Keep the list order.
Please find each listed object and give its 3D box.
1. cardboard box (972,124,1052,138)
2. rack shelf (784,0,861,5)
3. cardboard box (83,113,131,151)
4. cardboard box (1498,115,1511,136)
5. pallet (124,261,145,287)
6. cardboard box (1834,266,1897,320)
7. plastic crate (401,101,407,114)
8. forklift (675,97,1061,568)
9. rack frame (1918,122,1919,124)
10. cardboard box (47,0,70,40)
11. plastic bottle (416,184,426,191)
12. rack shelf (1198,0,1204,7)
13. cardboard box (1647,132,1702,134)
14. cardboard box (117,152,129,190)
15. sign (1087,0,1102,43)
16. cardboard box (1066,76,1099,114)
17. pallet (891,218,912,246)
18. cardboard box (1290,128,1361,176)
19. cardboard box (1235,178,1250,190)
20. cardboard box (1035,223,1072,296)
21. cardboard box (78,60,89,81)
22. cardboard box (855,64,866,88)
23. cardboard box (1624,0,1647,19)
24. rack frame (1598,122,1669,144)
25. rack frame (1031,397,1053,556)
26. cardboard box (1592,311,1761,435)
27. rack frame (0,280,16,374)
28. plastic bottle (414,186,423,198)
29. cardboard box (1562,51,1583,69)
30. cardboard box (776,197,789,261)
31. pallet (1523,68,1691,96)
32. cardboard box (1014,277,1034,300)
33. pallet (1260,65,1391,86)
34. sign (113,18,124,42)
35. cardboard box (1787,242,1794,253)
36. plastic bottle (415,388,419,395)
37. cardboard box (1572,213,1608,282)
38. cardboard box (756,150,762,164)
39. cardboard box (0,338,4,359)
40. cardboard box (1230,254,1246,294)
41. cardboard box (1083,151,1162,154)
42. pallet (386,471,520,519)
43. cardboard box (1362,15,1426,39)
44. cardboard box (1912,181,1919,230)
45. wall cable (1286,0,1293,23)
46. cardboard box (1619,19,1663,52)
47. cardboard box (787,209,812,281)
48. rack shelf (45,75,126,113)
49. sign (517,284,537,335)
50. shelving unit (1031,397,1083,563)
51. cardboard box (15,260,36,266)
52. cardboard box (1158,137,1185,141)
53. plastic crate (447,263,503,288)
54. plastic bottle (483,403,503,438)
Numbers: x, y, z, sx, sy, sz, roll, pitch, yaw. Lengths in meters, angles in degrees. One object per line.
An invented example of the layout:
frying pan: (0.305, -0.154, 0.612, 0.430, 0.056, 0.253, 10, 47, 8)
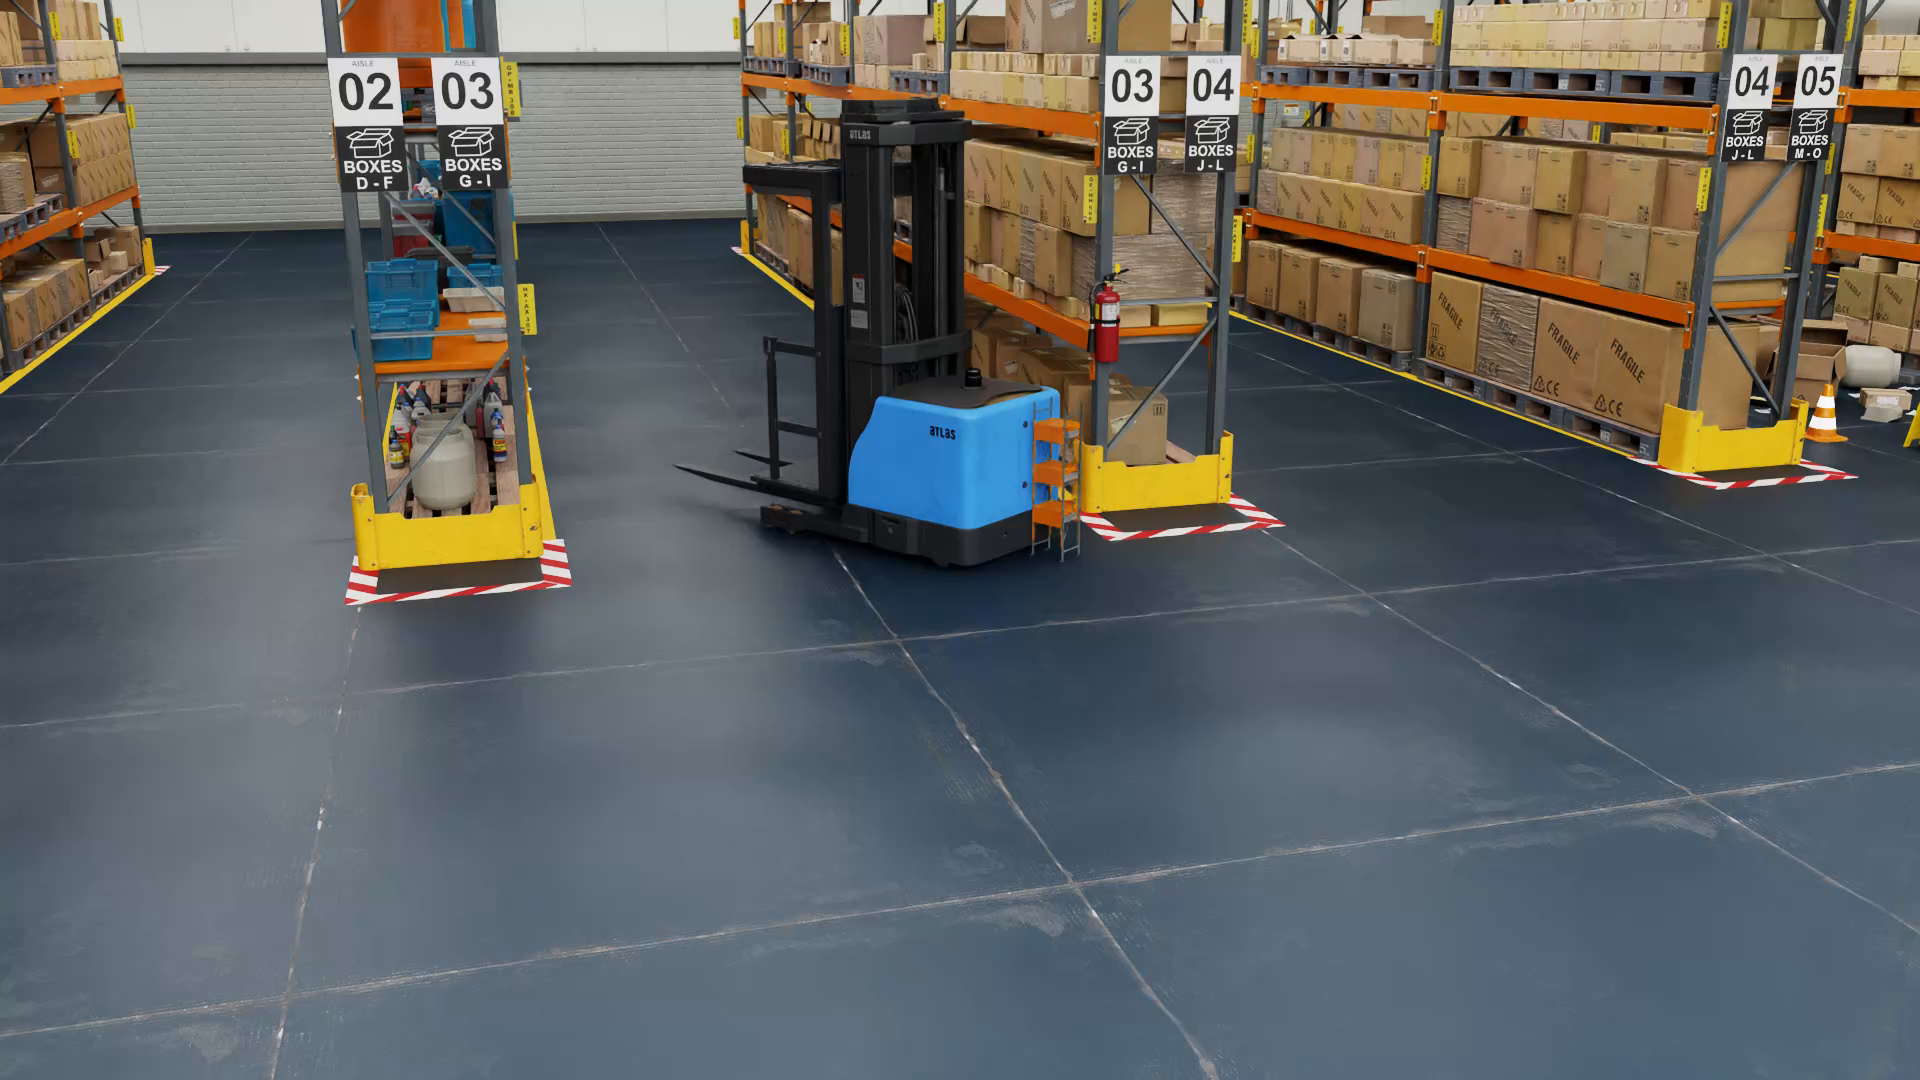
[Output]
cardboard box: (0.264, -3.526, 16.204, 1.000, 1.000, 1.000, -5, 17, -15)
rack shelf: (-1.301, -6.804, 20.405, 1.077, 0.370, 4.000, -5, 17, -15)
cardboard box: (-12.089, -5.769, 23.533, 0.500, 0.500, 0.500, -5, 17, -16)
cardboard box: (7.972, -5.766, 23.520, 0.500, 0.500, 0.500, -5, 17, -16)
pallet: (-12.235, -3.767, 23.626, 1.003, 0.211, 1.213, -5, 17, -15)
cardboard box: (9.779, -2.649, 17.803, 0.500, 0.500, 0.500, -4, 17, -13)
plastic crate: (-4.129, -3.241, 11.843, 0.392, 0.384, 0.575, -5, 17, -15)
forklift: (-0.774, -1.550, 11.517, 3.031, 2.935, 1.130, 13, 21, 38)
rack frame: (13.549, -5.090, 23.184, 1.000, 3.000, 0.127, -5, 17, -15)
cardboard box: (-11.548, -6.482, 20.691, 0.700, 0.500, 0.500, -5, 17, -15)
plastic bottle: (-6.751, -4.309, 20.800, 0.152, 0.276, 0.135, -5, 17, -15)
rack shelf: (3.496, -7.168, 21.618, 1.077, 0.370, 4.000, -5, 17, -15)
cardboard box: (9.169, -4.984, 21.411, 0.500, 0.500, 0.500, -5, 17, -17)
cardboard box: (-11.945, -5.146, 23.197, 0.500, 0.500, 0.500, -5, 17, -15)
sign: (0.908, -3.523, 11.212, 0.100, 0.325, 0.005, -5, 17, -15)
cardboard box: (1.071, -3.178, 11.866, 0.500, 0.250, 0.500, -4, 17, -14)
pallet: (-0.168, -3.277, 17.481, 1.003, 0.211, 1.213, -5, 17, -15)
cardboard box: (4.300, -4.539, 19.438, 0.700, 0.500, 0.500, -5, 17, -16)
cardboard box: (3.468, -4.458, 20.787, 0.380, 0.149, 0.250, -4, 17, -14)
cardboard box: (1.070, -2.174, 12.784, 0.875, 0.500, 0.500, -5, 17, -15)
cardboard box: (-11.542, -6.033, 21.370, 0.500, 0.250, 0.500, -5, 17, -15)
cardboard box: (-0.867, -5.128, 18.356, 0.500, 0.250, 0.500, -4, 17, -14)
cardboard box: (5.615, -4.290, 13.452, 0.380, 0.149, 0.250, -4, 17, -14)
rack frame: (8.777, -4.697, 21.874, 1.000, 3.000, 0.127, -5, 17, -15)
rack frame: (0.544, -0.419, 11.021, 0.008, 1.050, 0.200, 13, 21, 38)
cardboard box: (5.994, -1.430, 13.964, 0.875, 0.875, 0.875, -5, 17, -15)
rack frame: (-10.277, -3.131, 16.662, 1.000, 3.000, 0.127, -5, 17, -15)
plastic bottle: (-6.440, -4.028, 19.732, 0.144, 0.351, 0.185, -5, 17, -15)
cardboard box: (5.408, -4.117, 14.263, 0.380, 0.149, 0.250, -4, 17, -15)
cardboard box: (-2.202, -4.641, 24.652, 0.875, 0.875, 0.875, -5, 17, -15)
pallet: (5.691, -4.001, 14.498, 1.003, 0.211, 1.213, -5, 17, -15)
cardboard box: (0.657, -2.049, 13.497, 0.380, 0.149, 0.250, -5, 17, -15)
pallet: (4.273, -5.450, 19.495, 1.213, 0.211, 1.003, -4, 17, -13)
sign: (-11.937, -7.243, 23.597, 0.100, 0.325, 0.005, -5, 17, -15)
cardboard box: (12.791, -4.620, 25.234, 0.500, 0.500, 0.500, -5, 18, -17)
plastic bottle: (-4.531, -1.124, 13.935, 0.061, 0.283, 0.133, -5, 17, -15)
cardboard box: (5.893, -2.551, 14.469, 0.875, 0.550, 0.550, -5, 17, -15)
cardboard box: (-2.794, -5.760, 25.158, 0.500, 0.250, 0.500, -5, 18, -17)
cardboard box: (-9.898, -1.889, 16.577, 0.500, 0.250, 0.500, -4, 17, -14)
cardboard box: (3.613, -3.443, 21.314, 0.500, 0.500, 0.500, -5, 17, -16)
cardboard box: (1.289, -2.820, 13.198, 0.500, 0.500, 0.500, -5, 17, -15)
pallet: (-3.599, -0.216, 11.803, 1.003, 0.211, 1.213, -5, 17, -15)
cardboard box: (4.792, -5.552, 18.430, 0.500, 0.500, 0.500, -5, 17, -15)
cardboard box: (10.015, -3.360, 16.733, 0.500, 0.500, 0.500, -5, 17, -16)
wall cable: (8.157, -11.620, 34.430, 2.988, 3.039, 0.133, -5, 17, -15)
cardboard box: (5.704, -4.073, 13.422, 0.500, 0.250, 0.500, -5, 17, -15)
cardboard box: (-1.655, -4.028, 22.610, 1.225, 0.875, 0.875, -5, 17, -15)
rack shelf: (-11.926, -5.883, 21.859, 1.077, 0.370, 4.000, -5, 17, -15)
sign: (-2.785, -1.484, 10.696, 0.100, 0.325, 0.005, -5, 17, -15)
shelving unit: (0.638, -0.396, 10.947, 0.252, 1.050, 0.215, 13, 21, 38)
cardboard box: (-11.478, -3.098, 20.132, 0.500, 0.500, 0.500, -6, 18, -18)
cardboard box: (3.052, -5.731, 24.627, 0.500, 0.500, 0.500, -5, 17, -16)
plastic crate: (-3.849, -2.059, 13.352, 0.499, 0.251, 0.616, -5, 17, -15)
plastic bottle: (-3.778, -0.978, 13.465, 0.152, 0.276, 0.135, -4, 17, -14)
